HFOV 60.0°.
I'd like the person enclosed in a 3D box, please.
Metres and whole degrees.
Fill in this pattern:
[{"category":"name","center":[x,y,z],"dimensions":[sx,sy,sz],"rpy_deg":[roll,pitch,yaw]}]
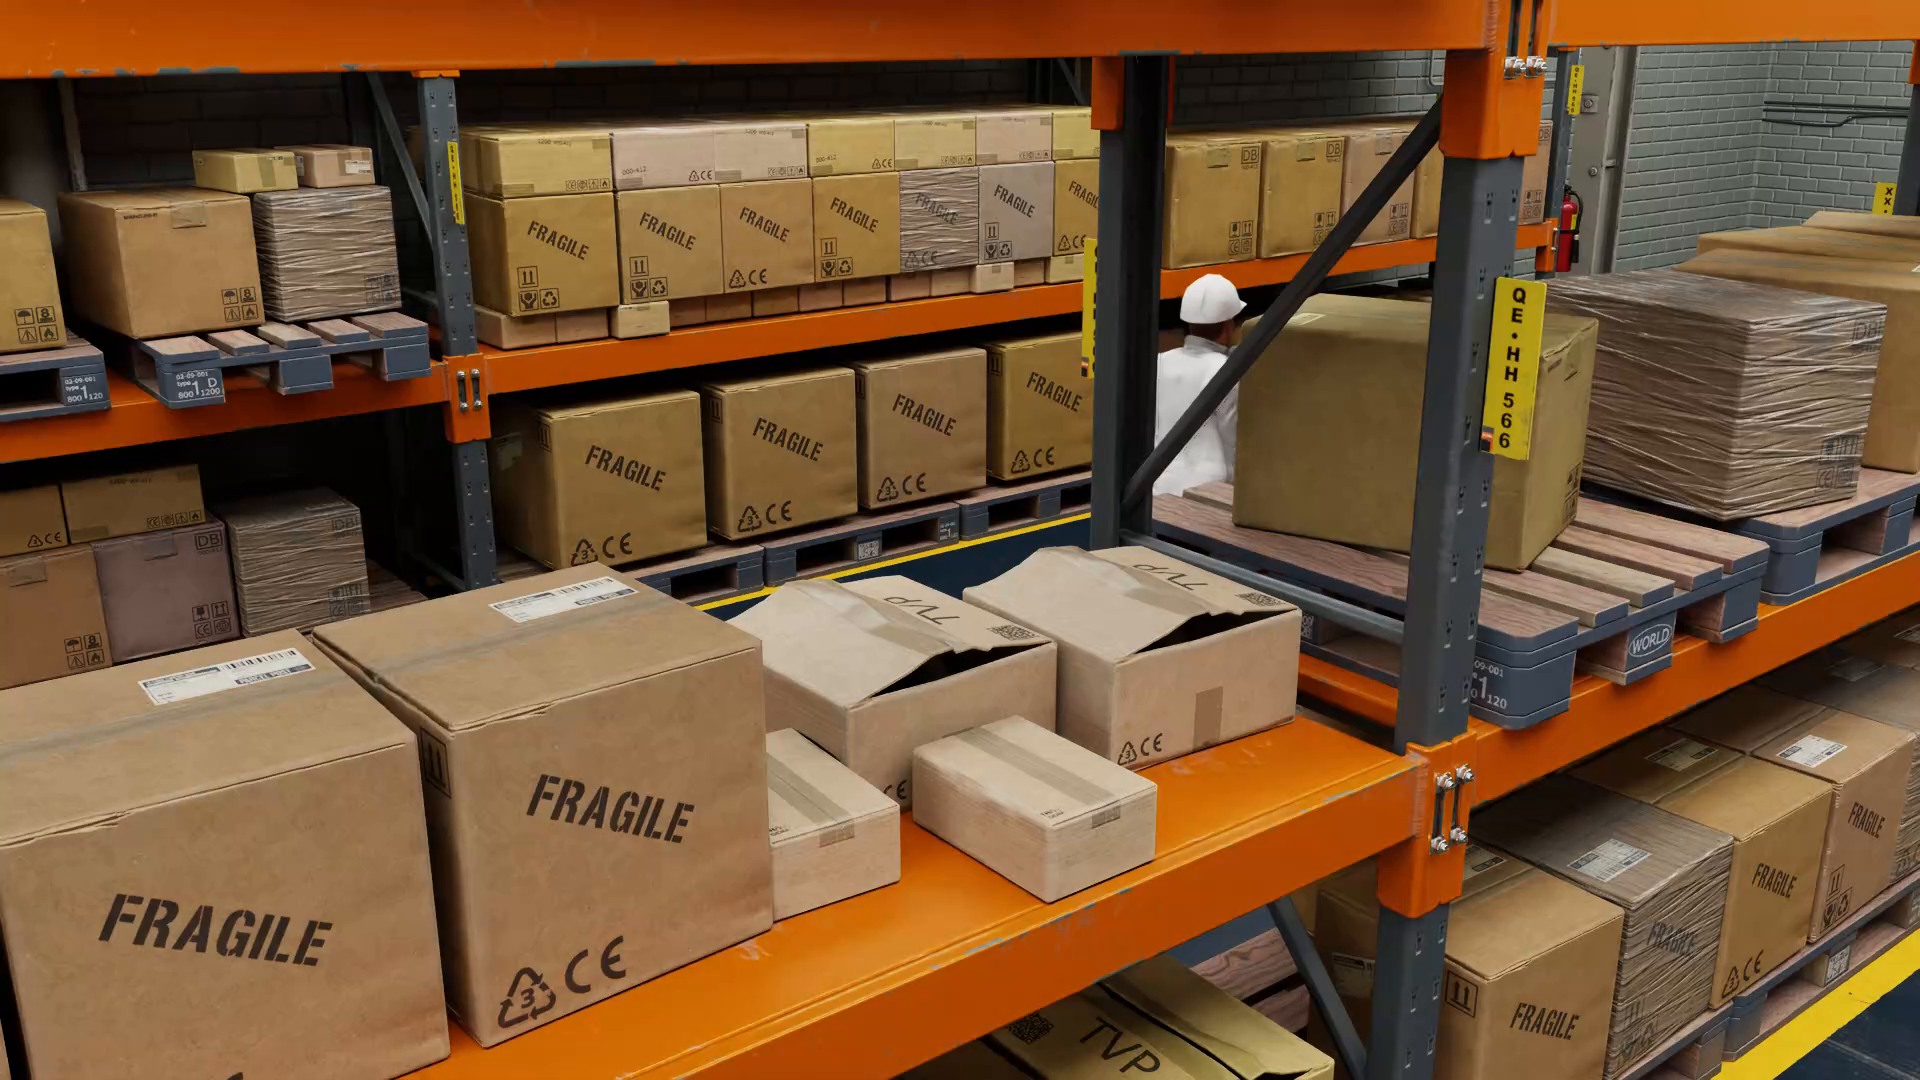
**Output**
[{"category":"person","center":[0.940,-0.187,6.564],"dimensions":[0.860,1.730,0.647],"rpy_deg":[-11,21,-31]}]
